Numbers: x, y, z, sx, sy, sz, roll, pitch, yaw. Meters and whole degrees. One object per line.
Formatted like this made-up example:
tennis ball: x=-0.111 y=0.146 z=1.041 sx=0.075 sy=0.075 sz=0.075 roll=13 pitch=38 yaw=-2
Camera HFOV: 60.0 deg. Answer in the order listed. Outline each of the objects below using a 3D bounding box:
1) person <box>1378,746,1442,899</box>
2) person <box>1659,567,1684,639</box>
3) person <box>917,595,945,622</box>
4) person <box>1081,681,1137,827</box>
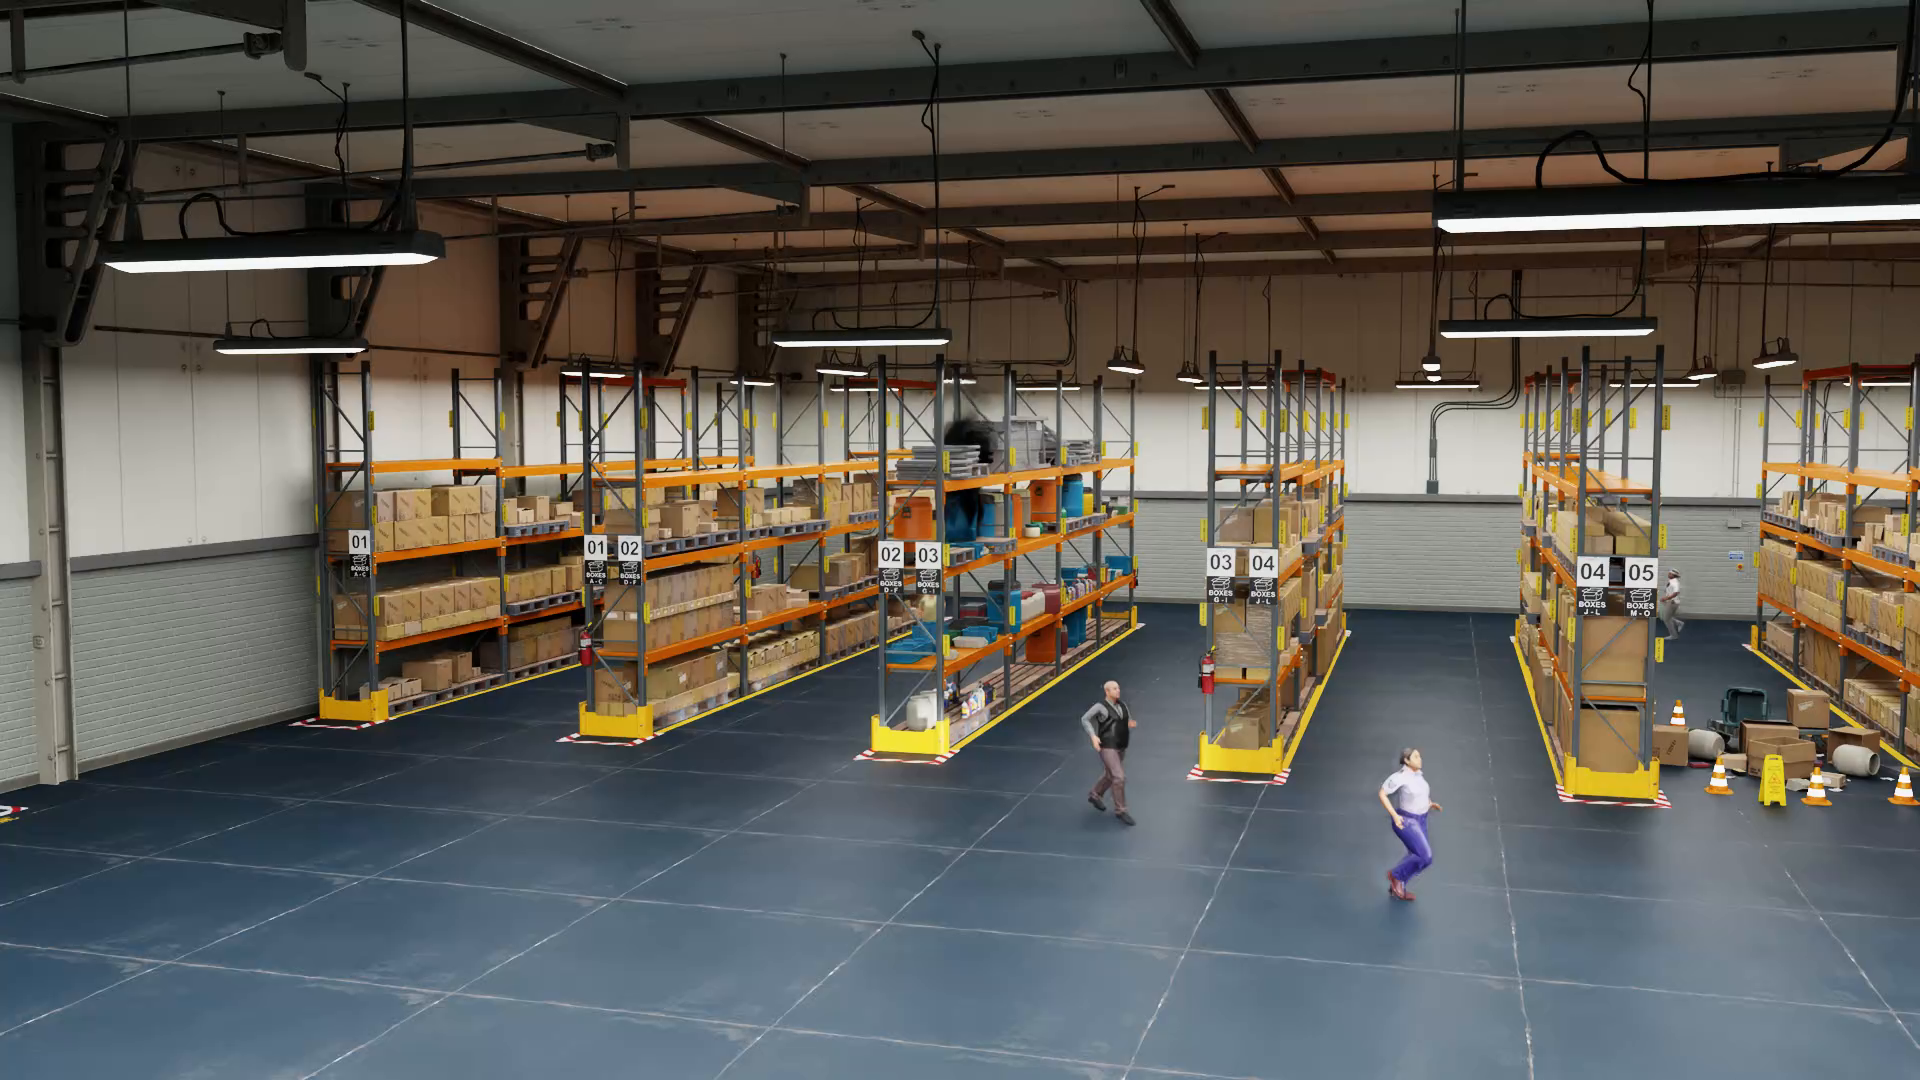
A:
person: x=4.725 y=2.958 z=17.303 sx=0.583 sy=1.609 sz=0.592 roll=3 pitch=5 yaw=40
person: x=16.358 y=1.457 z=38.209 sx=0.561 sy=1.662 sz=0.584 roll=1 pitch=4 yaw=19
person: x=-0.595 y=1.727 z=34.180 sx=0.578 sy=1.652 sz=0.903 roll=0 pitch=4 yaw=1
person: x=1.905 y=2.640 z=20.848 sx=0.871 sy=1.754 sz=0.641 roll=4 pitch=6 yaw=43
